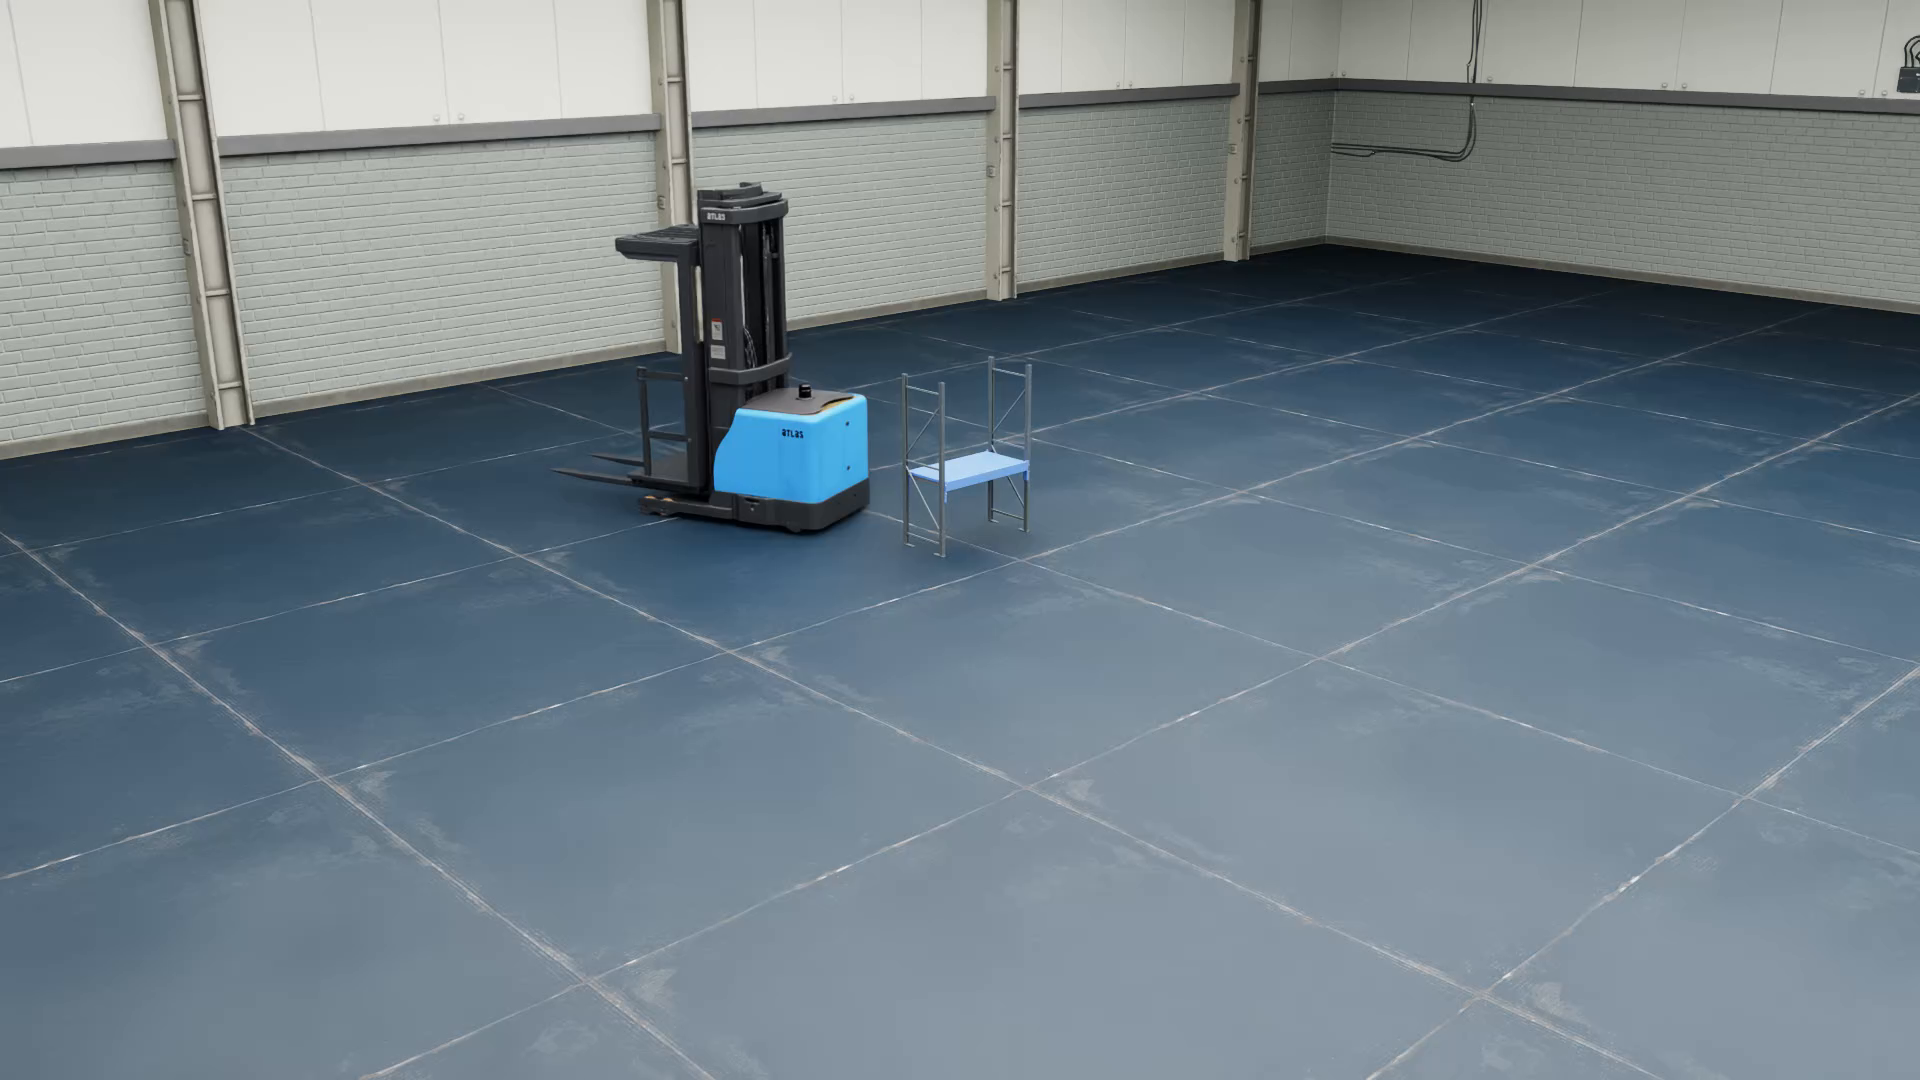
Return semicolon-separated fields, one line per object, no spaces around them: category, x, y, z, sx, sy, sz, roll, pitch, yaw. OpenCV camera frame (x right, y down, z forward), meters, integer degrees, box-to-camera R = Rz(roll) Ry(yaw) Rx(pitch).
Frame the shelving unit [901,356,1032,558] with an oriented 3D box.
shelving unit;0.062;-0.732;14.309;1.048;1.500;0.538;-16;24;-41

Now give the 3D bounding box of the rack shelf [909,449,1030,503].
rack shelf;0.062;-0.560;14.365;1.000;0.185;0.538;-16;24;-41

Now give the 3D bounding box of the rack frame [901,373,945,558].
rack frame;-0.307;-0.624;13.977;0.032;1.500;0.500;-16;24;-41

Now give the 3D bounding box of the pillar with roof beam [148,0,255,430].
pillar with roof beam;-5.111;-4.596;14.068;0.400;9.000;9.100;-16;24;-41

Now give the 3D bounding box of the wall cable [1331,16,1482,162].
wall cable;8.059;-8.225;30.298;0.112;2.526;3.097;-16;24;-41

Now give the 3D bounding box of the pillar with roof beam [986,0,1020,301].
pillar with roof beam;3.608;-7.138;21.911;0.400;9.000;9.100;-16;24;-41

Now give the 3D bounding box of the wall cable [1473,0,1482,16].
wall cable;9.918;-10.022;27.649;0.112;2.526;3.097;-16;24;-41

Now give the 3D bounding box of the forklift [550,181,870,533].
forklift;-2.389;-1.746;15.117;3.031;2.935;1.130;8;20;24

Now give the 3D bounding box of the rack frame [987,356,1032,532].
rack frame;0.431;-0.839;14.641;0.032;1.500;0.500;-16;24;-41

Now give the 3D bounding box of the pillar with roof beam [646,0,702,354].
pillar with roof beam;-0.752;-5.867;17.990;0.400;9.000;9.100;-16;24;-41

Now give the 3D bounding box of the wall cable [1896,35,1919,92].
wall cable;14.570;-9.189;22.723;0.169;6.003;2.305;-16;24;-41

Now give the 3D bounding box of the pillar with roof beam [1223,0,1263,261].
pillar with roof beam;7.968;-8.410;25.832;0.400;9.000;9.100;-16;24;-41
